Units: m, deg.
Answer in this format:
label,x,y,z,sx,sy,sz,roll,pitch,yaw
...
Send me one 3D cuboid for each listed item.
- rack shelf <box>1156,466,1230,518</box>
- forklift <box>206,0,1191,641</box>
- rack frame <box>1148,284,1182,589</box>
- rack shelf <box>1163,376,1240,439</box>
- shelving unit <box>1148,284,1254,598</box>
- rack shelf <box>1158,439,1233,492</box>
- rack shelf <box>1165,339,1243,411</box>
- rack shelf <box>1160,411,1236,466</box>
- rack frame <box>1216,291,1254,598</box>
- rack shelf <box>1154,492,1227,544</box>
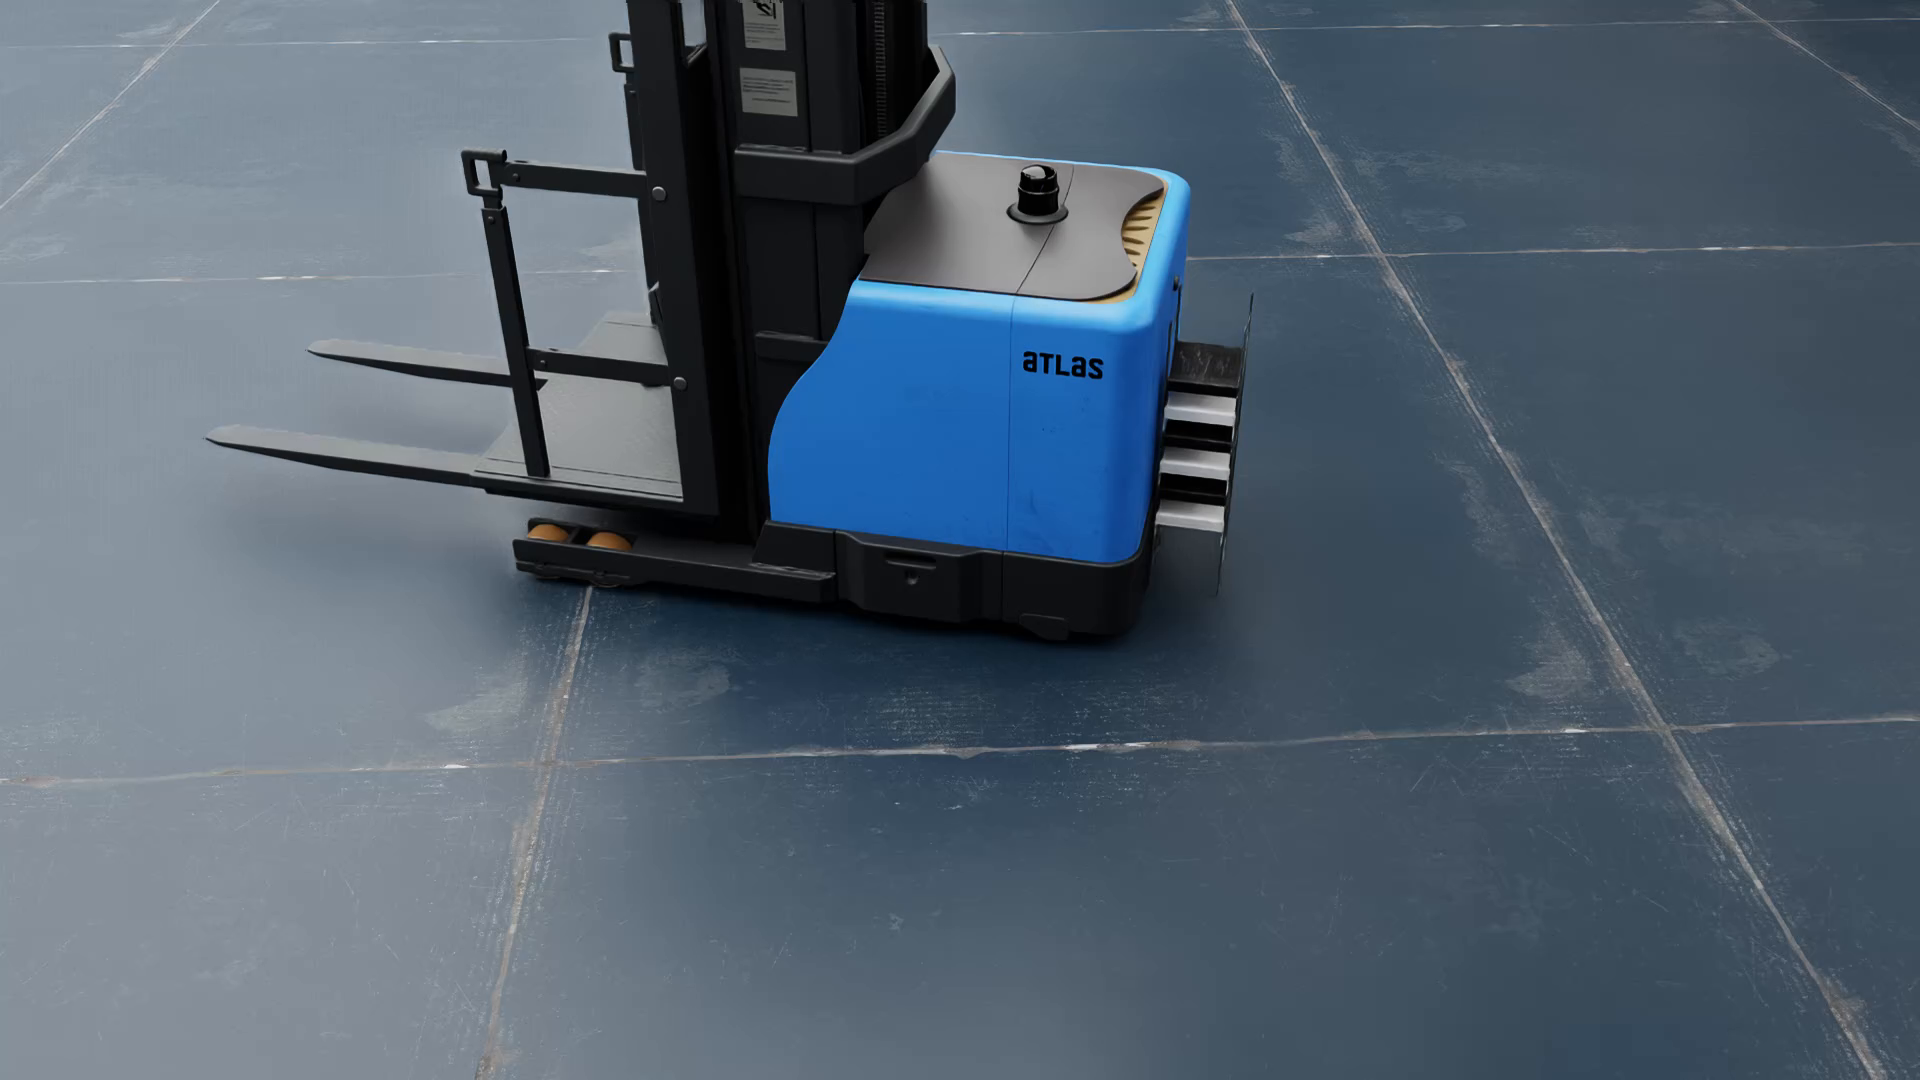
label,x,y,z,sx,sy,sz,roll,pitch,yaw
rack shelf,0.699,-0.175,4.929,0.200,0.077,0.258,7,35,10
forklift,-0.873,-1.345,4.618,3.031,2.935,1.130,7,35,10
rack frame,0.600,-0.289,4.877,0.006,0.900,0.240,7,35,10
rack shelf,0.699,-0.397,4.775,0.200,0.077,0.258,7,35,10
shelving unit,0.699,-0.276,4.859,0.210,0.900,0.258,7,35,10
rack shelf,0.699,-0.249,4.878,0.200,0.077,0.258,7,35,10
rack shelf,0.699,-0.471,4.724,0.200,0.077,0.258,7,35,10
rack shelf,0.699,-0.323,4.826,0.200,0.077,0.258,7,35,10
rack frame,0.798,-0.264,4.840,0.006,0.900,0.240,7,35,10
rack shelf,0.699,-0.101,4.980,0.200,0.077,0.258,7,35,10
